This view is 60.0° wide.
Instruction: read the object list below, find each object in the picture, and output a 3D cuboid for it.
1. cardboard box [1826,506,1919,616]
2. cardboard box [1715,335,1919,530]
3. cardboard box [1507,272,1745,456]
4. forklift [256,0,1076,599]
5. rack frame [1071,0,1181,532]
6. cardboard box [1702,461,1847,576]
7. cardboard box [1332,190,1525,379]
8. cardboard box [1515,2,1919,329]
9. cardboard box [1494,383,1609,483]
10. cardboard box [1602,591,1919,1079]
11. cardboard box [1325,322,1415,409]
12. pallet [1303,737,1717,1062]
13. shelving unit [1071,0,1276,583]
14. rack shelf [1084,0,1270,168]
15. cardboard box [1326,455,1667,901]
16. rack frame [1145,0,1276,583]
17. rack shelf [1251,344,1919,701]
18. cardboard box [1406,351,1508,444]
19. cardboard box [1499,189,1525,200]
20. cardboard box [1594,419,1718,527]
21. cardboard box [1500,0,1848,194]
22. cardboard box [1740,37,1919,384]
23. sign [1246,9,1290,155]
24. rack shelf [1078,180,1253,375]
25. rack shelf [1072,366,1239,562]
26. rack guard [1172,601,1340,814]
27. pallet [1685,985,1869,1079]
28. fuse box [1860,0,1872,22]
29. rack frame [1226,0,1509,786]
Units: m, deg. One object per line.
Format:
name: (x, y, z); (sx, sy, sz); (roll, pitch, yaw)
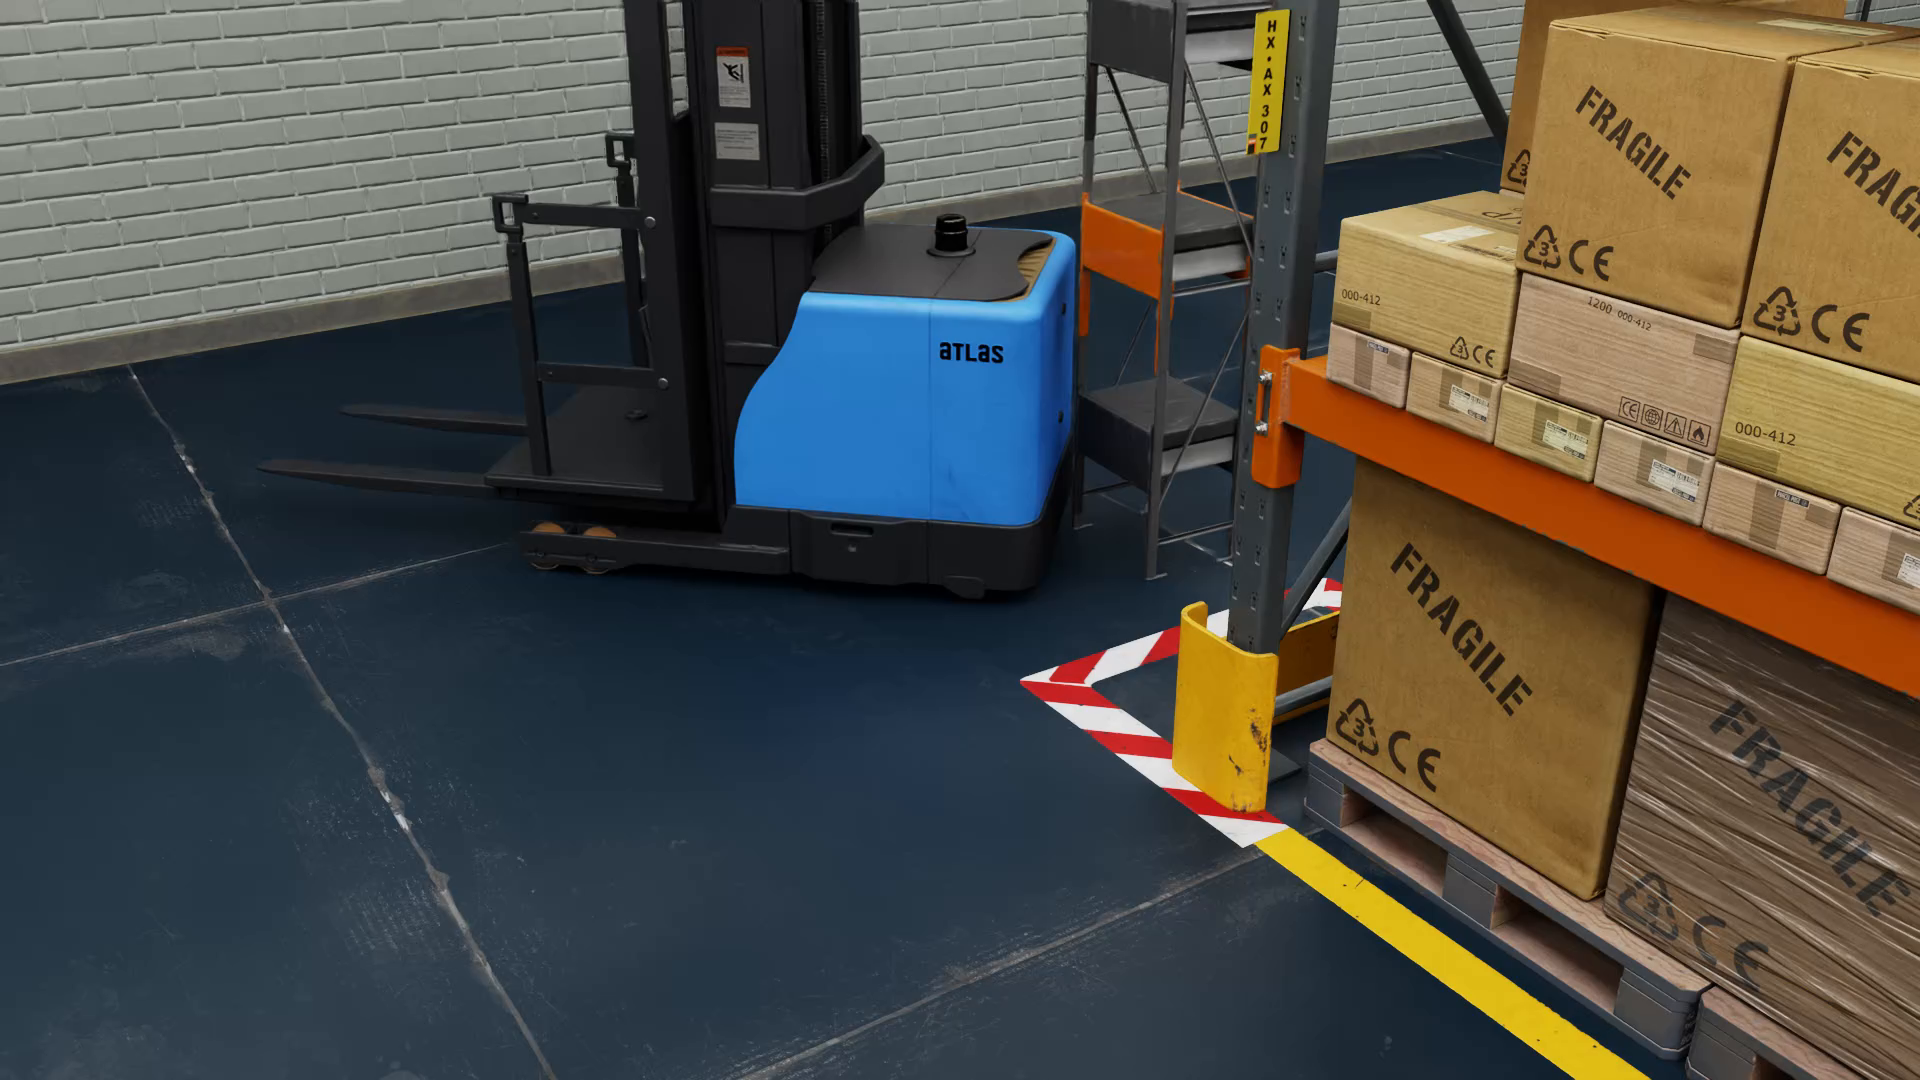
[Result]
cardboard box: (1.811, 0.005, 3.019); (0.380, 0.149, 0.250); (-16, 30, -30)
cardboard box: (1.786, -0.239, 3.069); (0.500, 0.250, 0.500); (-17, 30, -31)
cardboard box: (1.515, -0.419, 3.452); (0.500, 0.250, 0.500); (-16, 30, -30)
forklift: (-1.127, -1.417, 5.819); (3.031, 2.935, 1.130); (5, 26, 10)
rack frame: (0.602, -1.023, 5.958); (0.400, 2.100, 0.015); (-13, 28, -26)
cardboard box: (1.670, -0.087, 3.215); (0.380, 0.149, 0.250); (-16, 30, -31)
cardboard box: (1.226, -0.604, 3.842); (0.500, 0.250, 0.500); (-16, 30, -31)
cardboard box: (1.498, -0.764, 3.303); (0.500, 0.500, 0.500); (-16, 30, -31)
cardboard box: (1.388, -0.271, 3.605); (0.380, 0.149, 0.250); (-16, 30, -31)
cardboard box: (2.103, 0.535, 3.600); (0.875, 0.875, 0.875); (-16, 29, -30)
cardboard box: (1.107, -0.454, 3.992); (0.380, 0.149, 0.250); (-15, 29, -29)
pallet: (1.692, 0.757, 4.399); (1.003, 0.211, 1.213); (-16, 29, -30)
shelving unit: (0.721, -0.932, 5.766); (0.431, 2.100, 0.503); (-13, 28, -26)
rack shelf: (0.721, -1.553, 5.473); (0.431, 0.518, 0.480); (-13, 28, -26)
cardboard box: (1.606, 0.210, 4.289); (0.875, 0.875, 0.875); (-16, 29, -30)
rack frame: (0.840, -0.841, 5.573); (0.400, 2.100, 0.015); (-13, 28, -26)
rack shelf: (2.282, 0.269, 3.009); (1.077, 0.370, 4.000); (-16, 29, -30)
cardboard box: (1.248, -0.363, 3.799); (0.380, 0.149, 0.250); (-16, 30, -30)
cardboard box: (1.677, -0.727, 4.103); (0.500, 0.250, 0.500); (-16, 30, -30)
cardboard box: (1.532, -0.178, 3.408); (0.380, 0.149, 0.250); (-16, 30, -30)
cardboard box: (1.676, -1.064, 3.940); (0.500, 0.500, 0.500); (-15, 29, -29)
cardboard box: (1.786, -0.580, 2.914); (0.500, 0.500, 0.500); (-16, 30, -31)
sign: (0.721, -1.072, 3.899); (0.100, 0.325, 0.005); (-16, 29, -30)
rack shelf: (0.721, -0.920, 5.771); (0.431, 0.518, 0.480); (-13, 28, -26)
rack shelf: (0.721, -0.287, 6.070); (0.431, 0.518, 0.480); (-13, 28, -26)
rack guard: (1.177, 0.350, 4.922); (1.175, 0.500, 0.348); (-16, 29, -30)
pallet: (2.354, 1.193, 3.475); (1.003, 0.211, 1.213); (-16, 29, -30)
fuse box: (8.235, -4.947, 14.725); (0.539, 1.711, 0.414); (-16, 29, -30)
rack frame: (1.190, -0.772, 4.371); (1.000, 3.000, 0.127); (-16, 29, -30)
